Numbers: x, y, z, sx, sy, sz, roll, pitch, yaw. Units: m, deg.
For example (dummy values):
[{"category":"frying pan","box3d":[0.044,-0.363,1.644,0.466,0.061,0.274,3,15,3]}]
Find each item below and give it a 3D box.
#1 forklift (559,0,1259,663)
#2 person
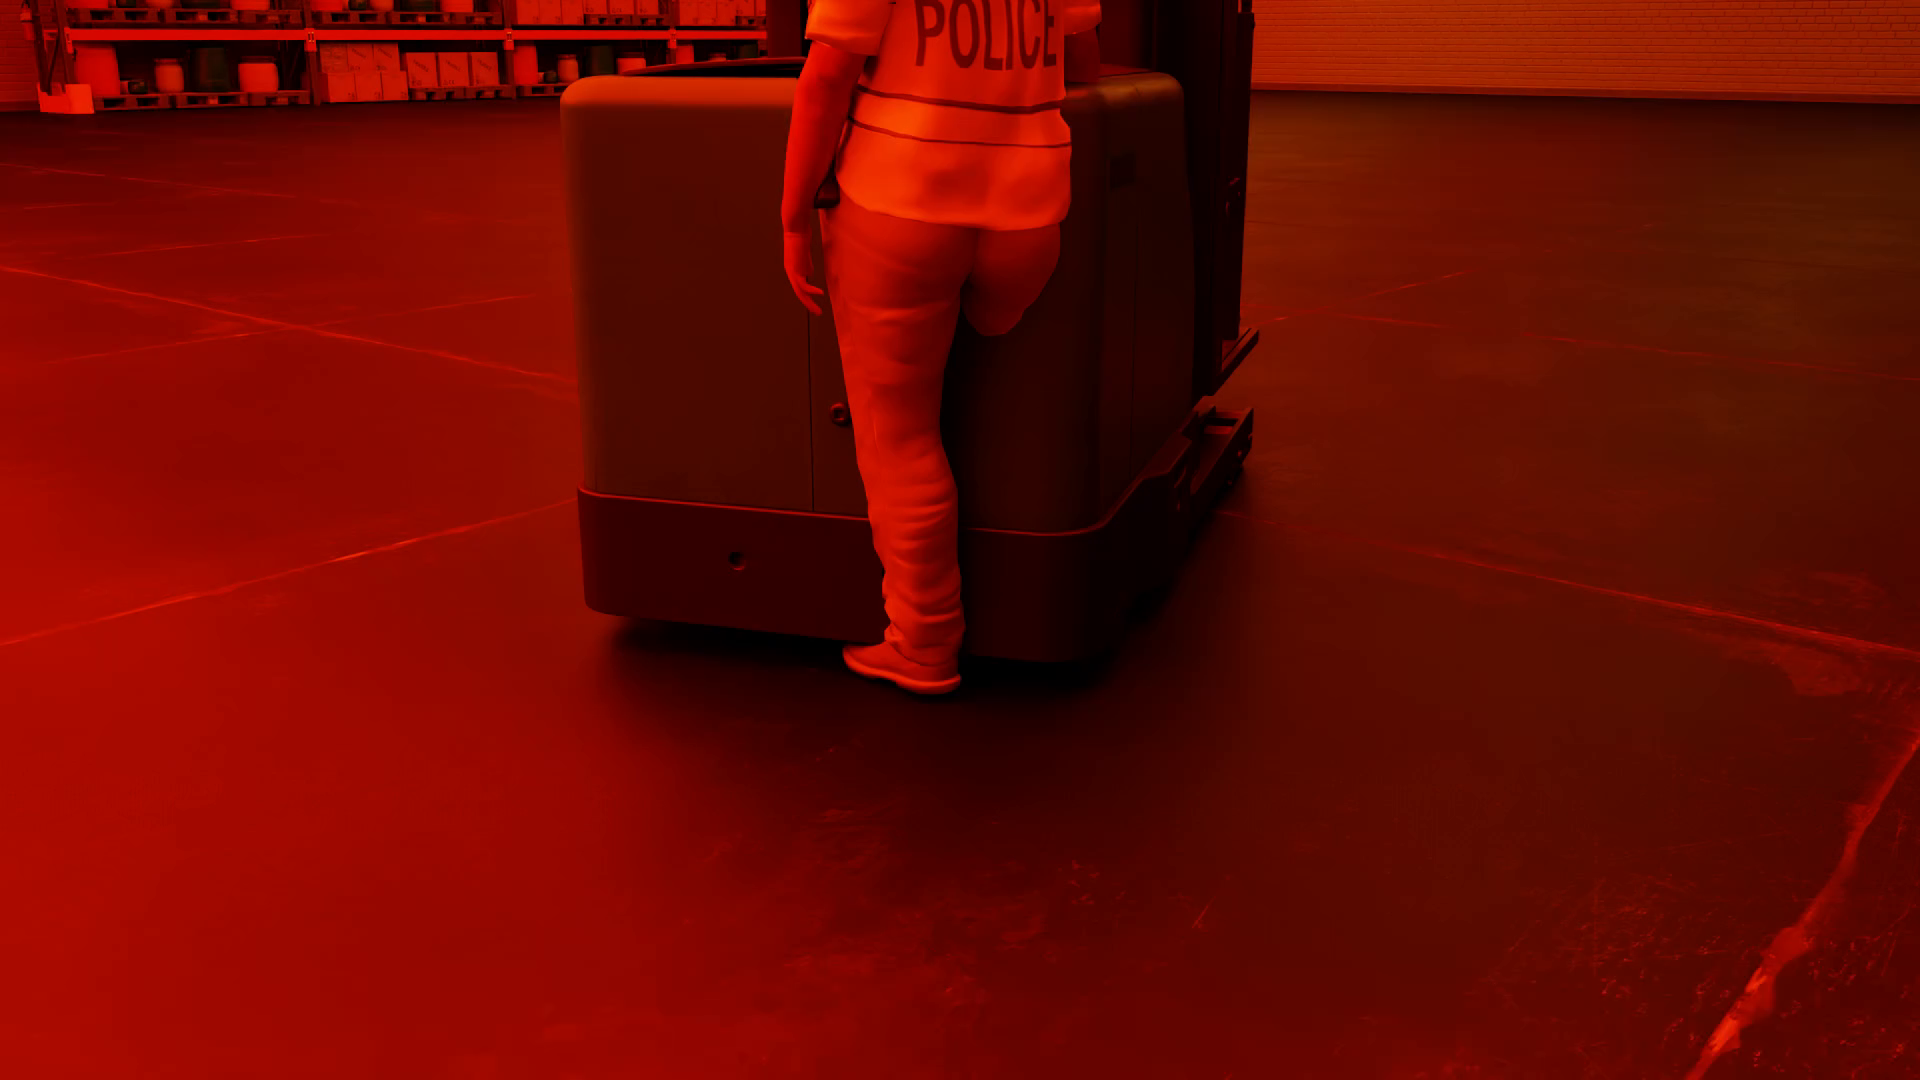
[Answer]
[{"category":"forklift","box3d":[0.182,-1.571,4.072,1.130,2.935,3.031,5,18,17]},{"category":"person","box3d":[-0.055,-0.554,2.873,0.599,1.669,0.529,-9,19,-29]}]
